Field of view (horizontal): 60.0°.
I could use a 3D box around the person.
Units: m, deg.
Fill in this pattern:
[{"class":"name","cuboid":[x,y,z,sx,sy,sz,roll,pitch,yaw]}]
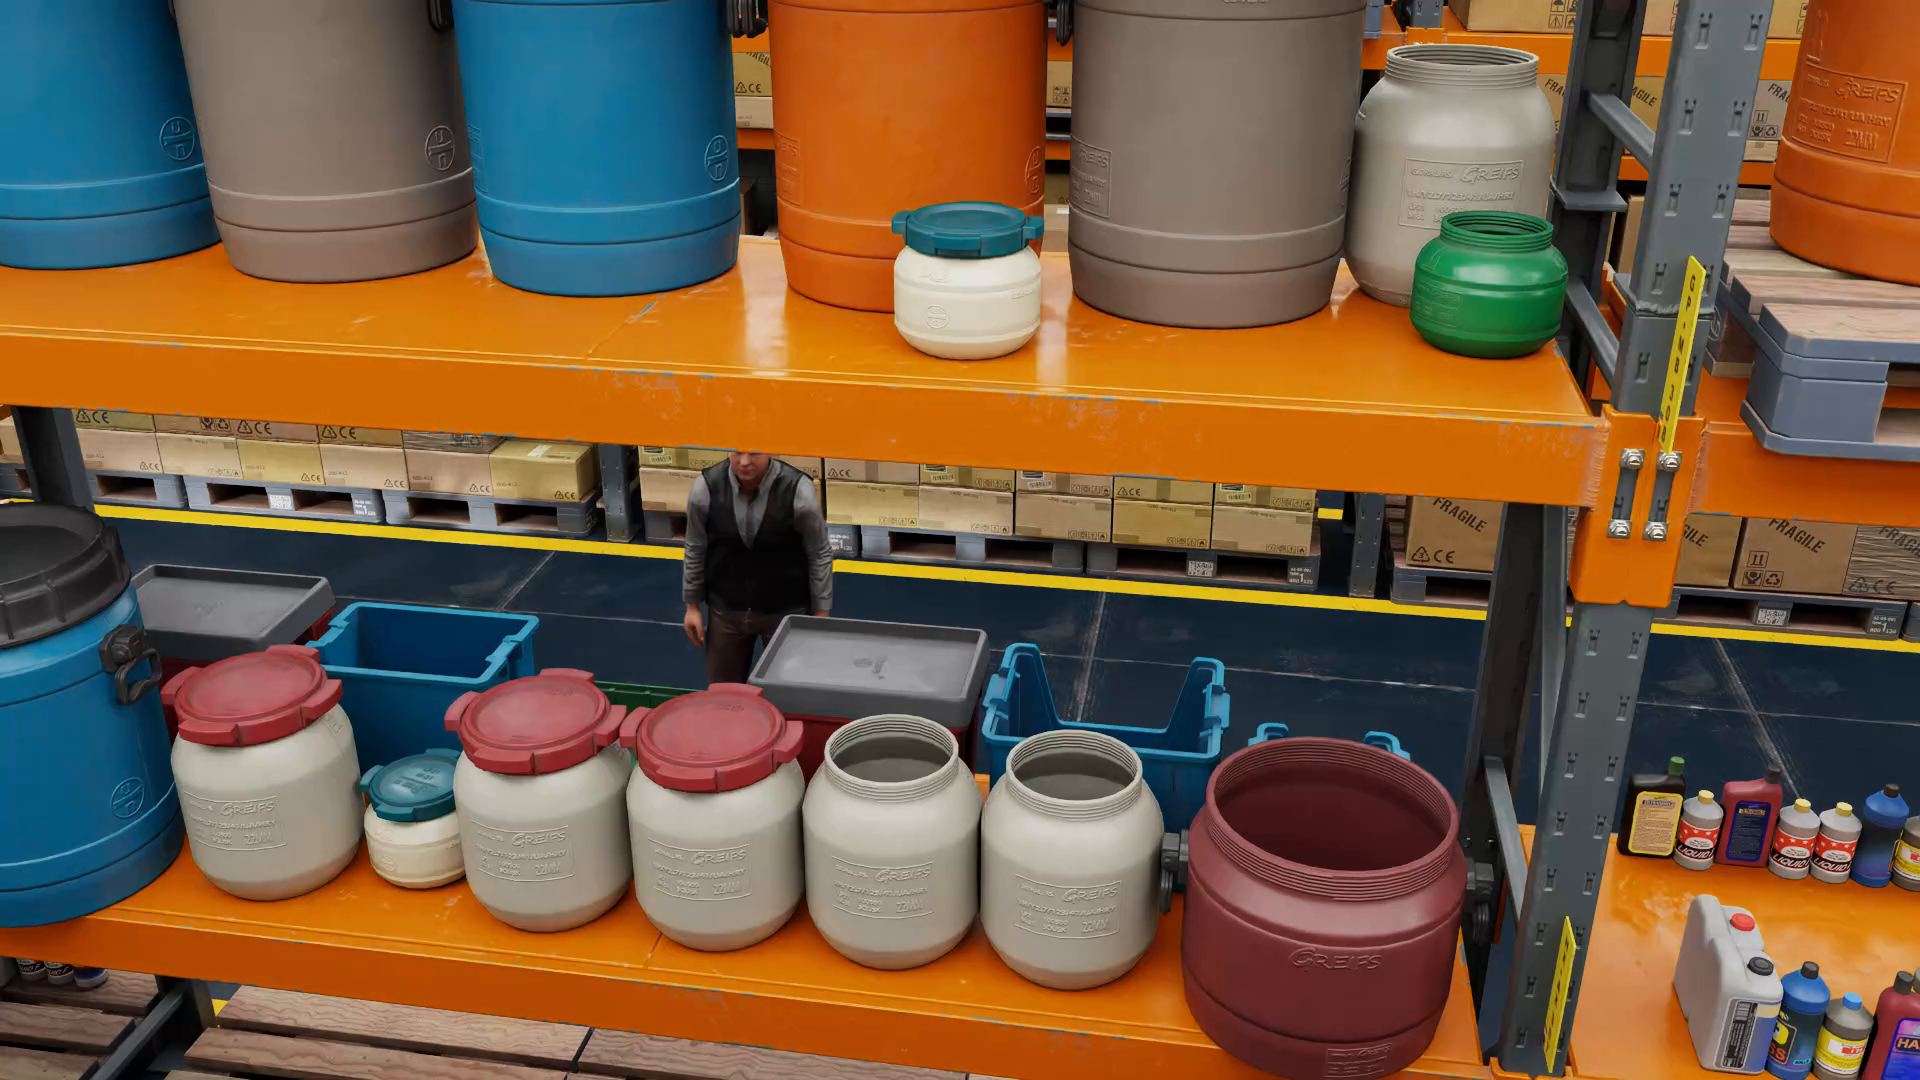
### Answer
[{"class":"person","cuboid":[-0.781,0.286,6.513,0.590,1.722,0.416,3,25,6]}]
